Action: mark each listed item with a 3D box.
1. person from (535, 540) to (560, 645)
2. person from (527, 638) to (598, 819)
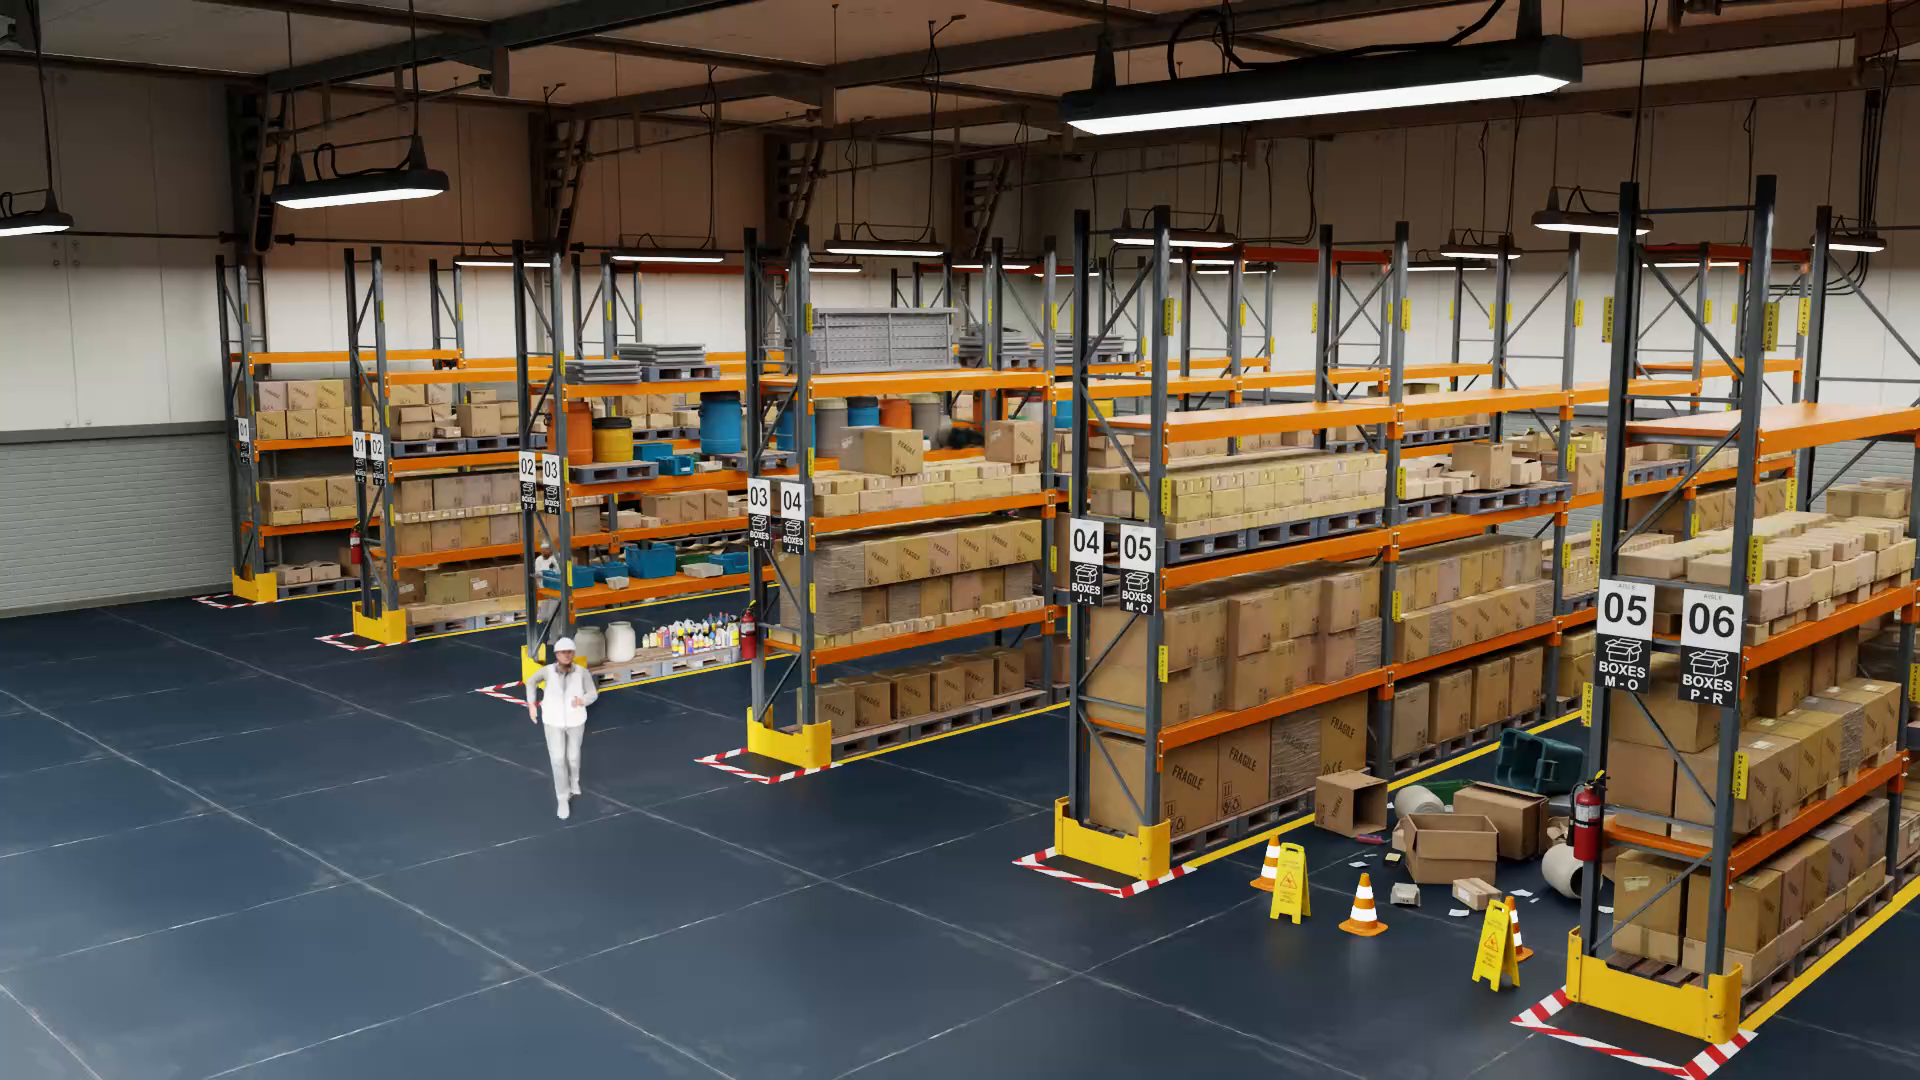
[{"bbox_3d":[-6.247,0.774,25.437,0.574,1.632,0.600,1,8,8],"label":"person"},{"bbox_3d":[-4.075,1.884,17.085,0.690,1.821,0.880,-3,9,-18],"label":"person"}]
